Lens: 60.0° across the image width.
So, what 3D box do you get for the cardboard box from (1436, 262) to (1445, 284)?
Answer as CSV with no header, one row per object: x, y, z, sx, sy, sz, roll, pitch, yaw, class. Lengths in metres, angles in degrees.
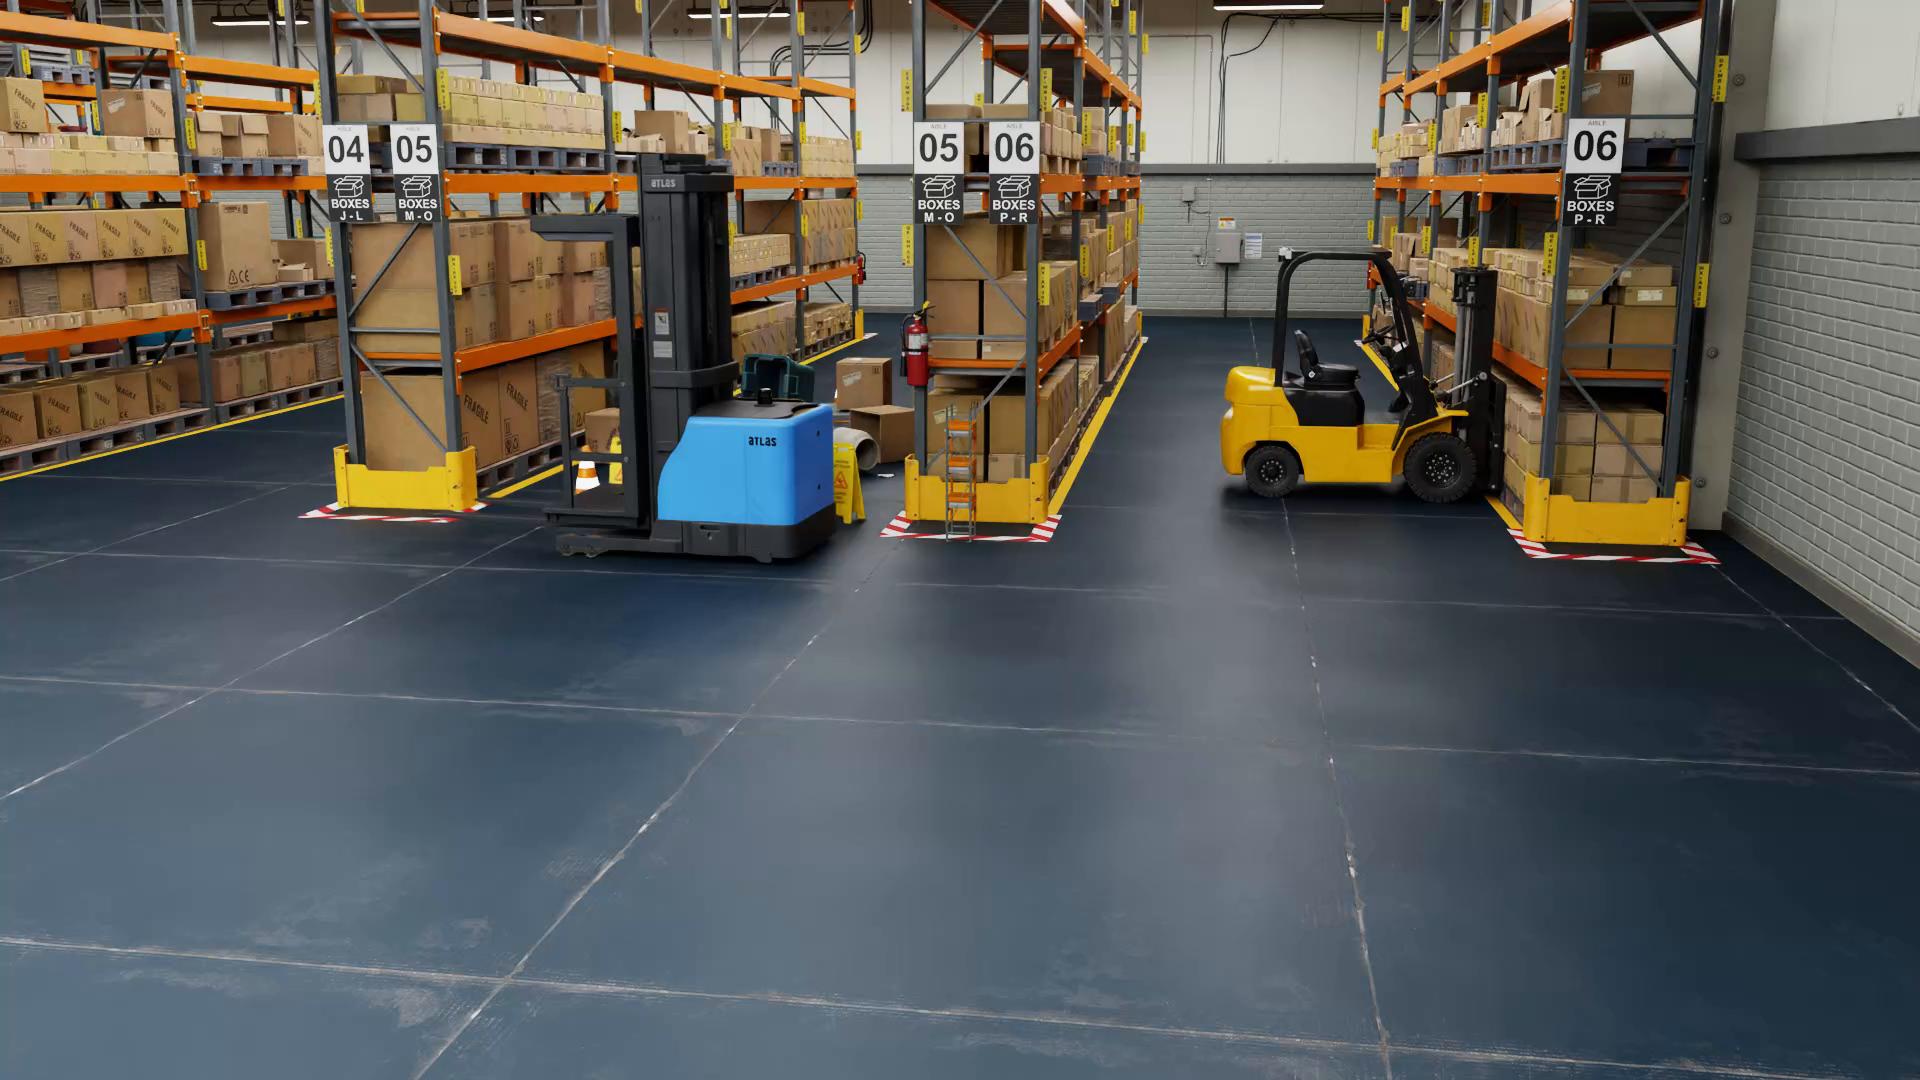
5.877,-3.125,19.541,0.500,0.250,0.500,2,12,10,cardboard box

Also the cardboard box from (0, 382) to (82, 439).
-9.377,-1.326,16.963,0.500,0.500,0.500,3,13,14,cardboard box

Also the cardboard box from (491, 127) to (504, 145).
-4.292,-3.593,14.787,0.380,0.149,0.250,2,12,9,cardboard box

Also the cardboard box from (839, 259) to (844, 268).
-2.203,-4.750,28.510,0.380,0.149,0.250,2,12,10,cardboard box

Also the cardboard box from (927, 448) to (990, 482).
-0.009,-0.680,14.559,0.500,0.250,0.500,2,12,8,cardboard box

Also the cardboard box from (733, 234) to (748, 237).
-3.447,-4.580,25.315,0.380,0.149,0.250,3,12,12,cardboard box

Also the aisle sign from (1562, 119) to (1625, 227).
4.734,-2.744,12.433,0.394,0.787,0.004,2,12,9,aisle sign

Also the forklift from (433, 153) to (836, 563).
-2.535,-1.409,12.573,3.031,2.935,1.130,3,13,14,forklift

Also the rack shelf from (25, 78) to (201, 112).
-13.019,-6.586,24.849,1.077,0.370,4.000,2,12,9,rack shelf

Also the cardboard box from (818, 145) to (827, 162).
-2.448,-6.212,26.747,0.500,0.250,0.500,2,12,10,cardboard box

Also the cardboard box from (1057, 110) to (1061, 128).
0.685,-3.697,14.611,0.380,0.149,0.250,2,12,10,cardboard box

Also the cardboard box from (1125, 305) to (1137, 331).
2.587,-3.780,28.497,0.875,0.438,0.875,1,12,7,cardboard box

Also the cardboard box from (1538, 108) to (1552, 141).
4.901,-3.367,13.461,0.396,0.266,0.258,2,12,9,cardboard box

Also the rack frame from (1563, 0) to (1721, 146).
5.035,-4.410,12.094,1.000,3.000,0.127,2,12,9,rack frame

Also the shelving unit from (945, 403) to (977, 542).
0.008,-0.524,12.934,0.215,1.050,0.252,2,12,9,shelving unit

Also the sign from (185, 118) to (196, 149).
-8.510,-4.494,18.378,0.100,0.325,0.005,2,12,9,sign

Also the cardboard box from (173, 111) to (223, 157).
-8.878,-4.607,18.891,0.797,0.503,0.637,1,12,6,cardboard box

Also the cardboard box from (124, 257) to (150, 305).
-9.290,-2.790,17.878,0.875,0.500,0.500,2,12,9,cardboard box

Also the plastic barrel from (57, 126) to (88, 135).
-13.203,-5.896,24.791,0.433,0.535,0.433,0,12,0,plastic barrel

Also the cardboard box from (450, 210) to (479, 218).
-7.907,-4.862,25.816,0.797,0.503,0.637,2,12,7,cardboard box

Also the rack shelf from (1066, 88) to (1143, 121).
2.282,-6.937,26.478,1.077,0.370,4.000,2,12,9,rack shelf

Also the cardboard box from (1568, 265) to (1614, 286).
4.881,-2.070,12.994,0.380,0.149,0.250,2,12,9,cardboard box

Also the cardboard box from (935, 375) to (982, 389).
-0.015,-1.436,14.745,0.380,0.149,0.250,2,12,10,cardboard box

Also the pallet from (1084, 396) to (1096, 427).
1.048,-1.523,19.561,1.003,0.211,1.213,2,12,9,pallet

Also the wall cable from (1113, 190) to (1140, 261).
3.434,-6.654,34.264,0.585,1.953,0.123,2,12,9,wall cable

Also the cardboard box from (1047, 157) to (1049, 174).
0.578,-3.258,14.469,0.380,0.149,0.250,1,12,7,cardboard box

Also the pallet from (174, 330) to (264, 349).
-12.637,-3.408,28.305,1.003,0.211,1.213,2,12,9,pallet

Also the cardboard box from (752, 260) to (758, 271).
-3.077,-3.887,23.508,0.380,0.149,0.250,2,12,9,cardboard box

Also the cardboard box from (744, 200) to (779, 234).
-3.127,-5.064,26.054,0.500,0.500,0.500,1,12,7,cardboard box

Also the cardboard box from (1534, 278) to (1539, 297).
4.971,-2.082,13.755,0.380,0.149,0.250,2,12,8,cardboard box

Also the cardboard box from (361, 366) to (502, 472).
-4.738,-1.086,14.960,0.875,0.875,0.875,2,12,9,cardboard box

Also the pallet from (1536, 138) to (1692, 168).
5.169,-3.046,13.099,1.003,0.211,1.213,2,12,9,pallet

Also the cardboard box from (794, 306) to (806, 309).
-2.830,-3.890,28.282,0.380,0.149,0.250,2,12,11,cardboard box

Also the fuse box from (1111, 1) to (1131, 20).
3.180,-10.641,33.417,0.513,0.334,0.176,2,12,9,fuse box

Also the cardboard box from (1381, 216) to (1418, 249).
6.929,-4.848,26.240,0.500,0.500,0.500,2,12,10,cardboard box

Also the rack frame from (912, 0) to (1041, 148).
0.129,-4.570,12.837,1.000,3.000,0.127,2,12,9,rack frame

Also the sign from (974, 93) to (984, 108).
0.196,-4.398,17.001,0.100,0.325,0.005,2,12,9,sign

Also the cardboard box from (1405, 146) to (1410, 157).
6.238,-5.258,22.513,0.380,0.149,0.250,2,12,10,cardboard box

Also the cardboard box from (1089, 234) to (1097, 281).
1.266,-3.164,18.616,0.500,0.500,0.500,2,12,8,cardboard box

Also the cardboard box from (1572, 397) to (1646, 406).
5.369,-1.025,13.785,0.500,0.250,0.500,2,12,9,cardboard box

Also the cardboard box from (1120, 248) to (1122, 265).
2.078,-4.102,24.077,0.500,0.250,0.500,2,12,10,cardboard box

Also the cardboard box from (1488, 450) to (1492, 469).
5.024,-0.762,14.939,0.500,0.250,0.500,2,12,10,cardboard box

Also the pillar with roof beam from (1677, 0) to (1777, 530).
1.778,-4.665,13.279,9.100,9.000,0.400,2,12,9,pillar with roof beam

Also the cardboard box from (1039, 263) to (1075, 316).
0.849,-2.456,16.326,0.500,0.500,0.500,2,12,11,cardboard box

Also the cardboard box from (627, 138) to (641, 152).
-3.758,-4.414,18.599,0.250,0.149,0.380,2,12,9,cardboard box

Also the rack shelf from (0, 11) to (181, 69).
-9.355,-4.954,16.335,1.077,0.370,4.000,2,12,9,rack shelf

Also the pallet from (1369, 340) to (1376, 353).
7.362,-3.262,27.631,1.003,0.211,1.213,2,12,9,pallet

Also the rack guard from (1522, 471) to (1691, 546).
5.031,-0.250,12.966,1.175,0.500,0.348,2,12,9,rack guard

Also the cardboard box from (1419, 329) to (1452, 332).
6.186,-2.665,21.636,0.380,0.149,0.250,1,12,7,cardboard box

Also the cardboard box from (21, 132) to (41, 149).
-9.158,-3.865,16.099,0.380,0.149,0.250,1,12,6,cardboard box

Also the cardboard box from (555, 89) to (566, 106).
-4.058,-4.299,16.171,0.380,0.149,0.250,2,12,9,cardboard box

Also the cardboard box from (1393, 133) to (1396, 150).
6.789,-5.976,24.948,0.500,0.250,0.500,2,12,8,cardboard box

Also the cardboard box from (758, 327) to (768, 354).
-3.038,-2.776,23.690,0.500,0.500,0.500,2,12,7,cardboard box

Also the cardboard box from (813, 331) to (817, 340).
-2.541,-3.315,27.024,0.380,0.149,0.250,2,12,7,cardboard box

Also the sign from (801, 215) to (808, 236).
-2.383,-4.823,25.505,0.100,0.325,0.005,2,12,9,sign
